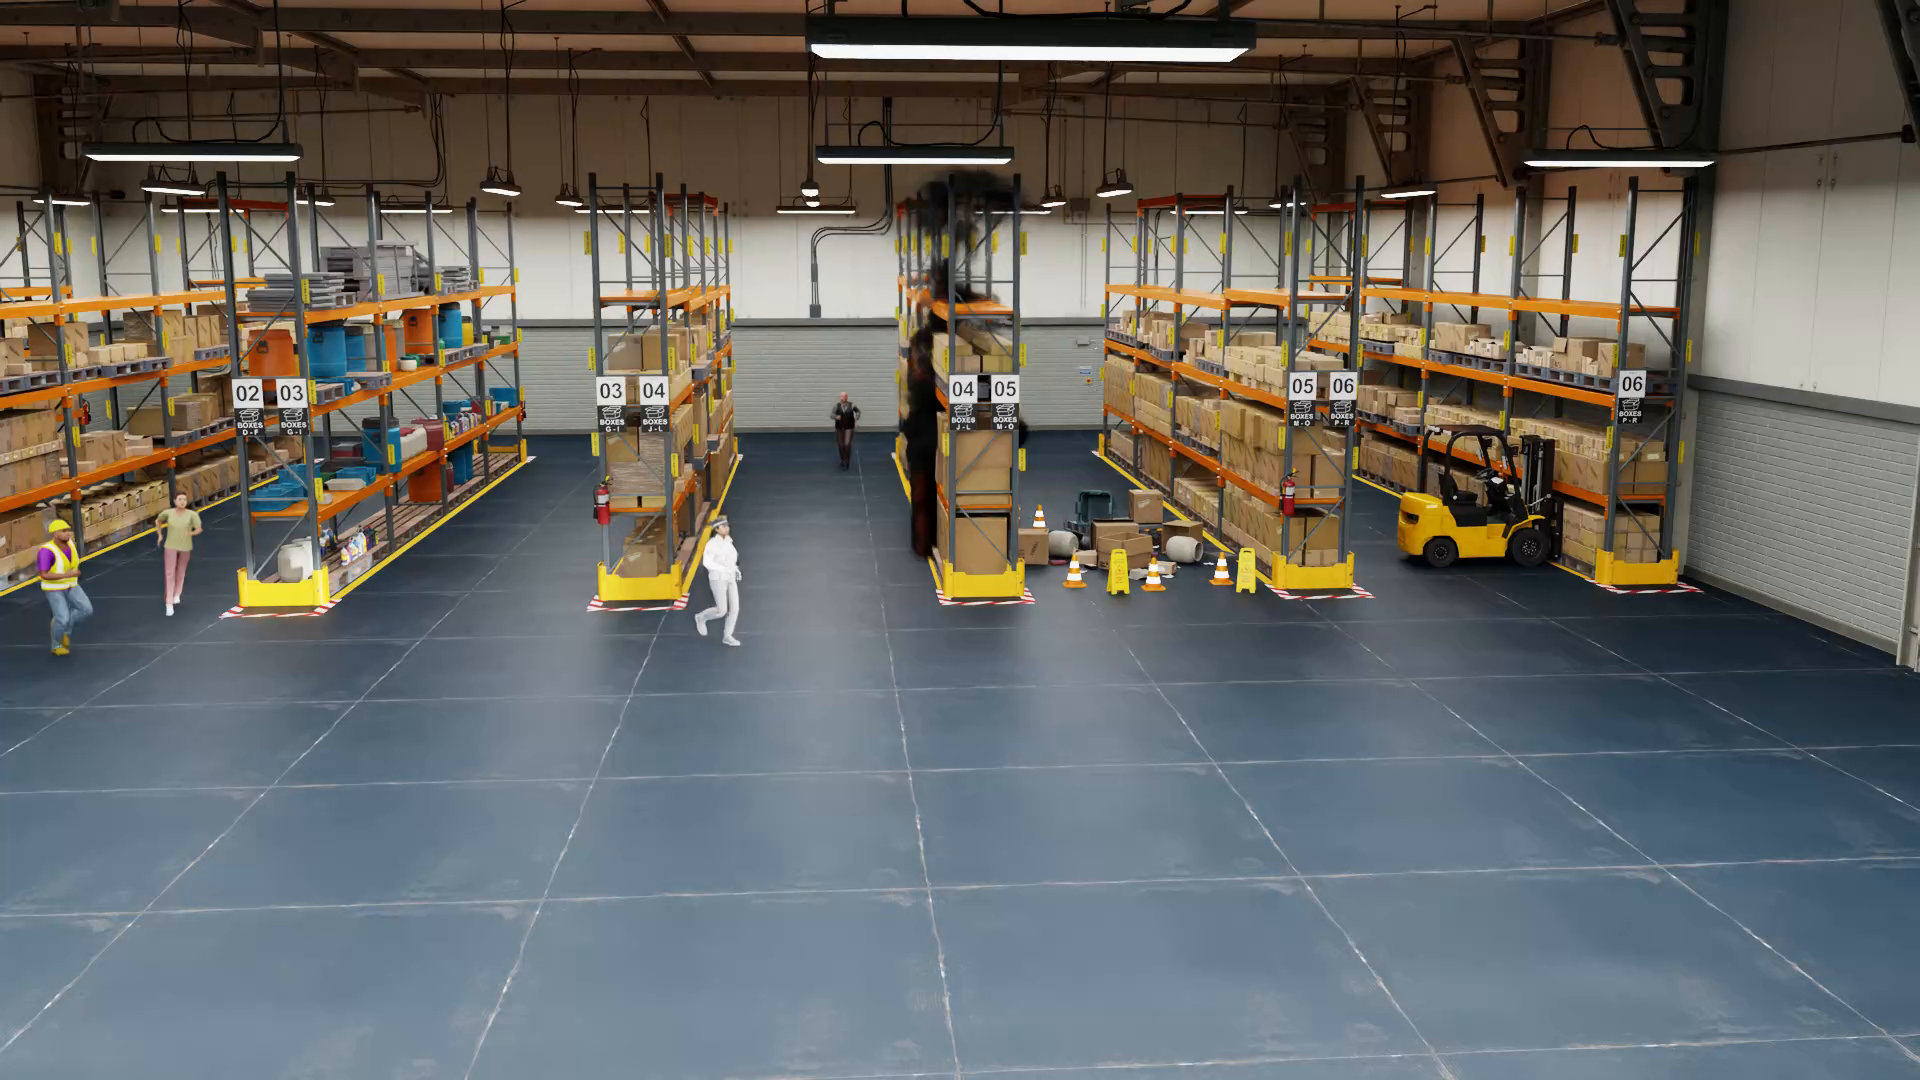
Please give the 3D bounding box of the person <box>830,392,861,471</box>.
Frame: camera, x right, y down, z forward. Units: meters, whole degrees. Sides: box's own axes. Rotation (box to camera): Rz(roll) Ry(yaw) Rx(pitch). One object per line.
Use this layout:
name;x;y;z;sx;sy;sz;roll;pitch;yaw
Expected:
person;-2.637;-2.479;37.785;0.618;1.779;0.724;1;10;7

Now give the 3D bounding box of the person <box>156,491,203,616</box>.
person;-10.841;0.142;23.143;0.582;1.673;0.904;-5;11;-27

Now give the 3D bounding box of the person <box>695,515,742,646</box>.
person;-3.049;0.495;21.121;0.688;1.654;0.614;6;12;31

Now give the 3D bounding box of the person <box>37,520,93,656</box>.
person;-10.955;0.585;20.397;0.706;1.709;0.746;3;10;16
